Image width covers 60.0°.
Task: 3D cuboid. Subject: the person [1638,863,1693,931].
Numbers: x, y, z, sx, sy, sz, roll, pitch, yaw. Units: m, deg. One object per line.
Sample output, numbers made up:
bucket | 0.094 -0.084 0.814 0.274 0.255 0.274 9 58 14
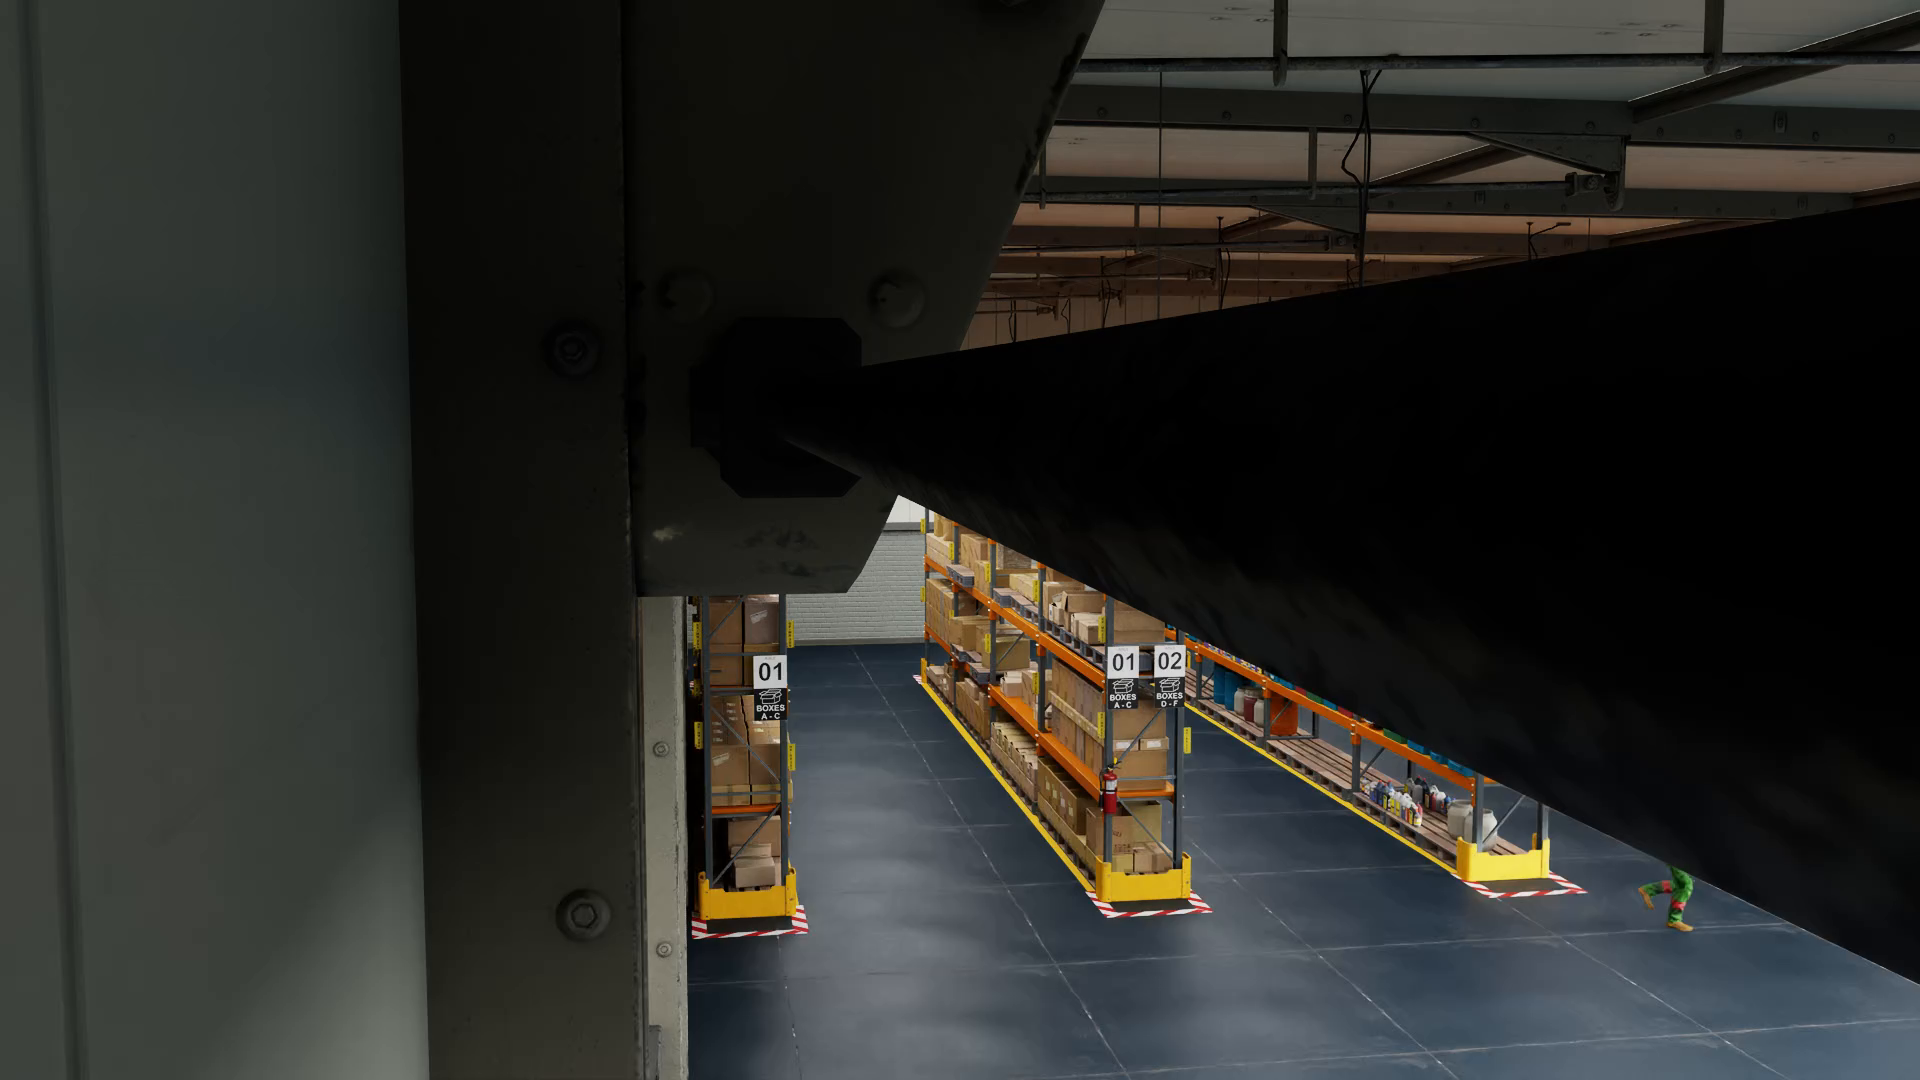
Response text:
person | 8.432 3.726 19.749 0.690 1.764 0.675 3 6 31
